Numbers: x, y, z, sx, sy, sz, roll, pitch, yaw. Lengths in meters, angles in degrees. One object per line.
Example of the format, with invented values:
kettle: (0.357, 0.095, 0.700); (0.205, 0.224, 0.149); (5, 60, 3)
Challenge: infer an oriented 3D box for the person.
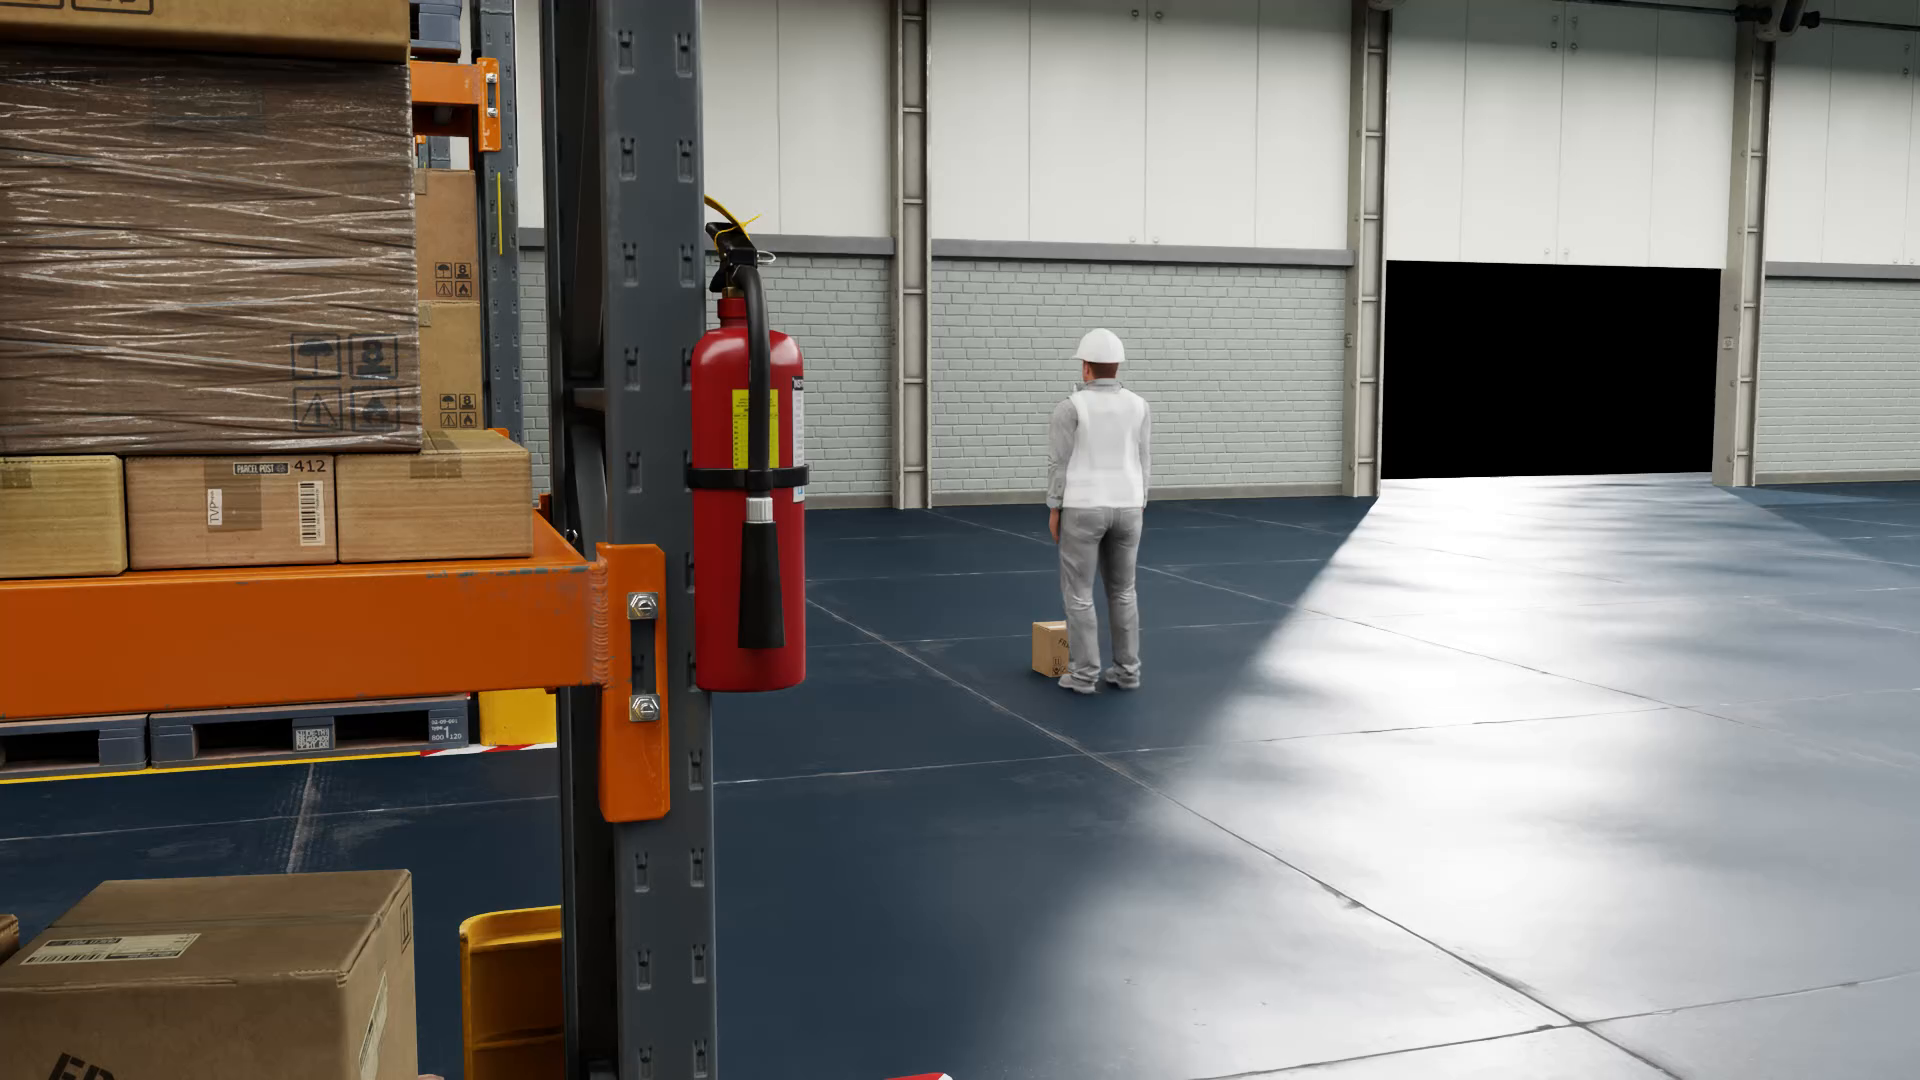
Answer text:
person: (0.669, -0.142, 8.161); (0.533, 1.765, 0.358); (-2, 6, -18)
